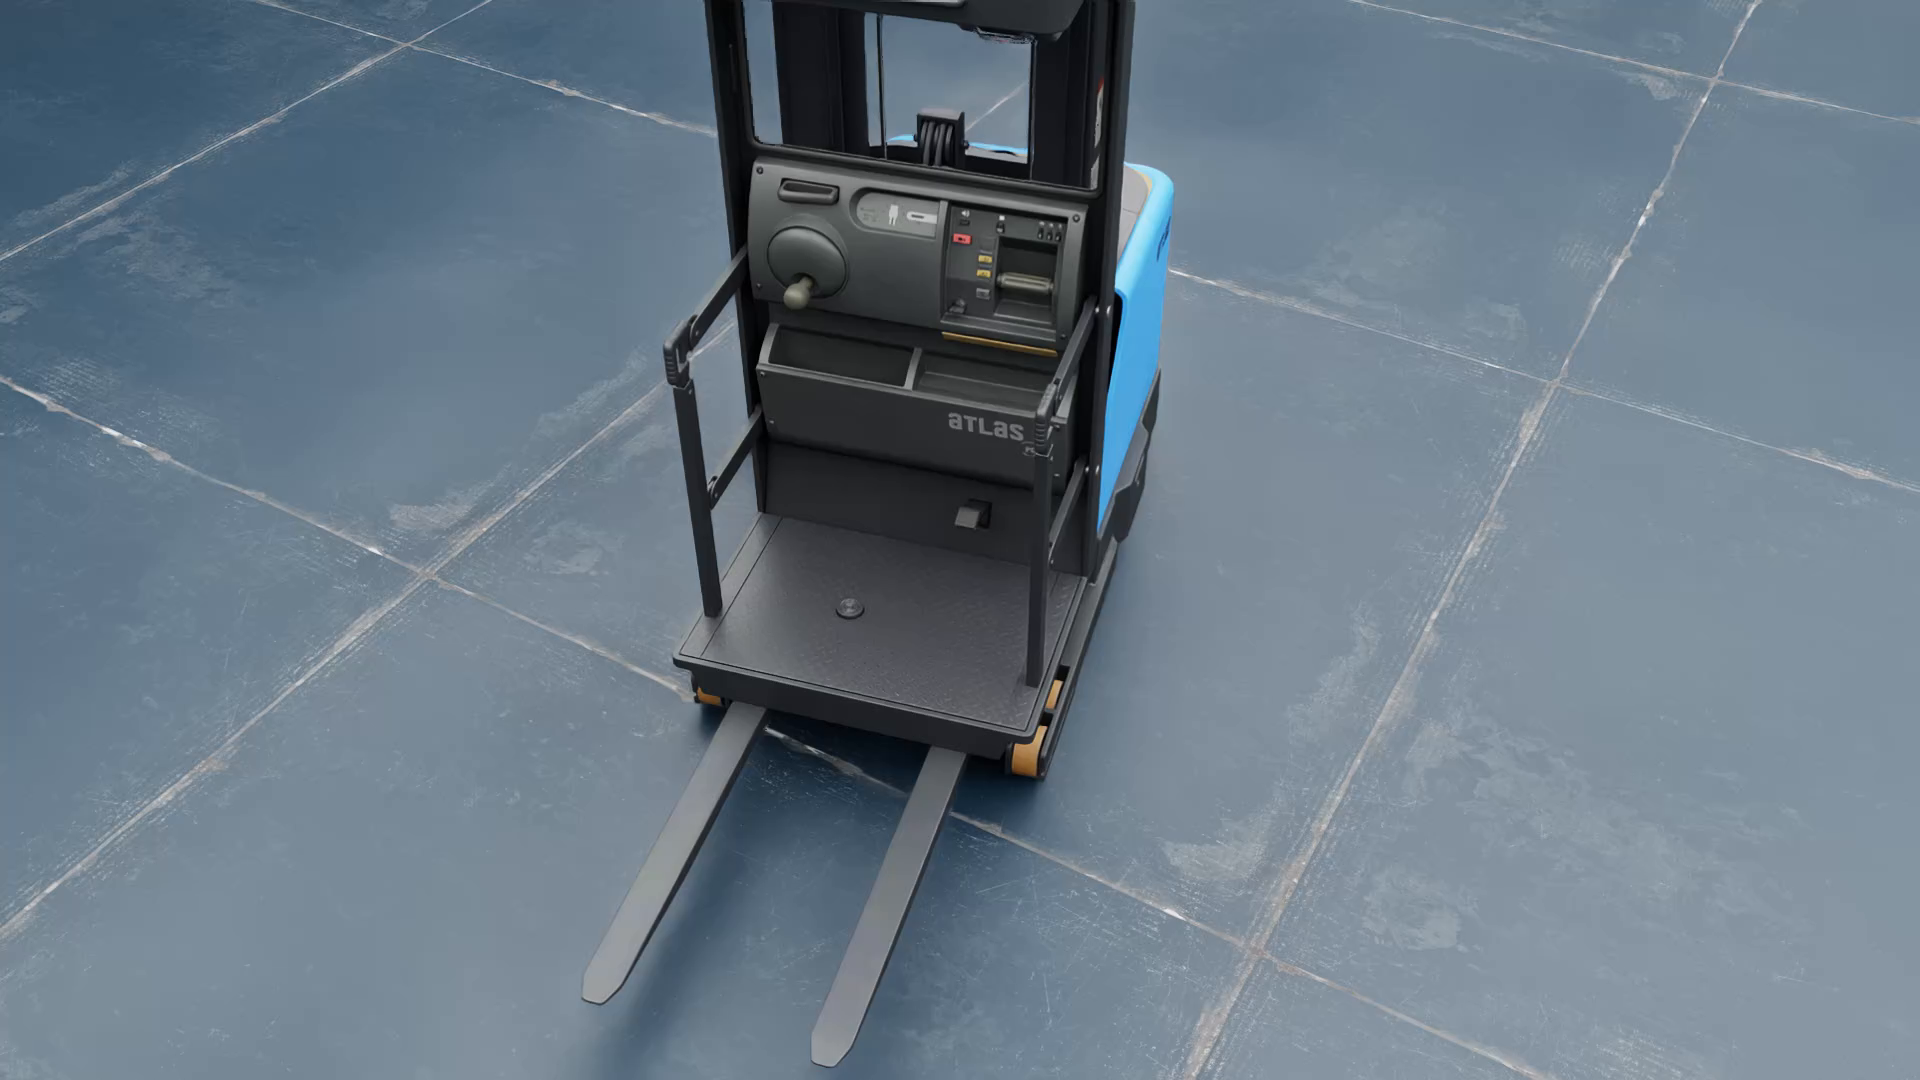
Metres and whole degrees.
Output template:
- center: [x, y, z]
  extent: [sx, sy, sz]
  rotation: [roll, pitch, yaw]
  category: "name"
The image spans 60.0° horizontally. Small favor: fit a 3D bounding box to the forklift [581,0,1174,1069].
- center: [-0.186, -0.690, 4.316]
  extent: [1.130, 2.935, 3.031]
  rotation: [11, 43, 12]
  category: "forklift"
